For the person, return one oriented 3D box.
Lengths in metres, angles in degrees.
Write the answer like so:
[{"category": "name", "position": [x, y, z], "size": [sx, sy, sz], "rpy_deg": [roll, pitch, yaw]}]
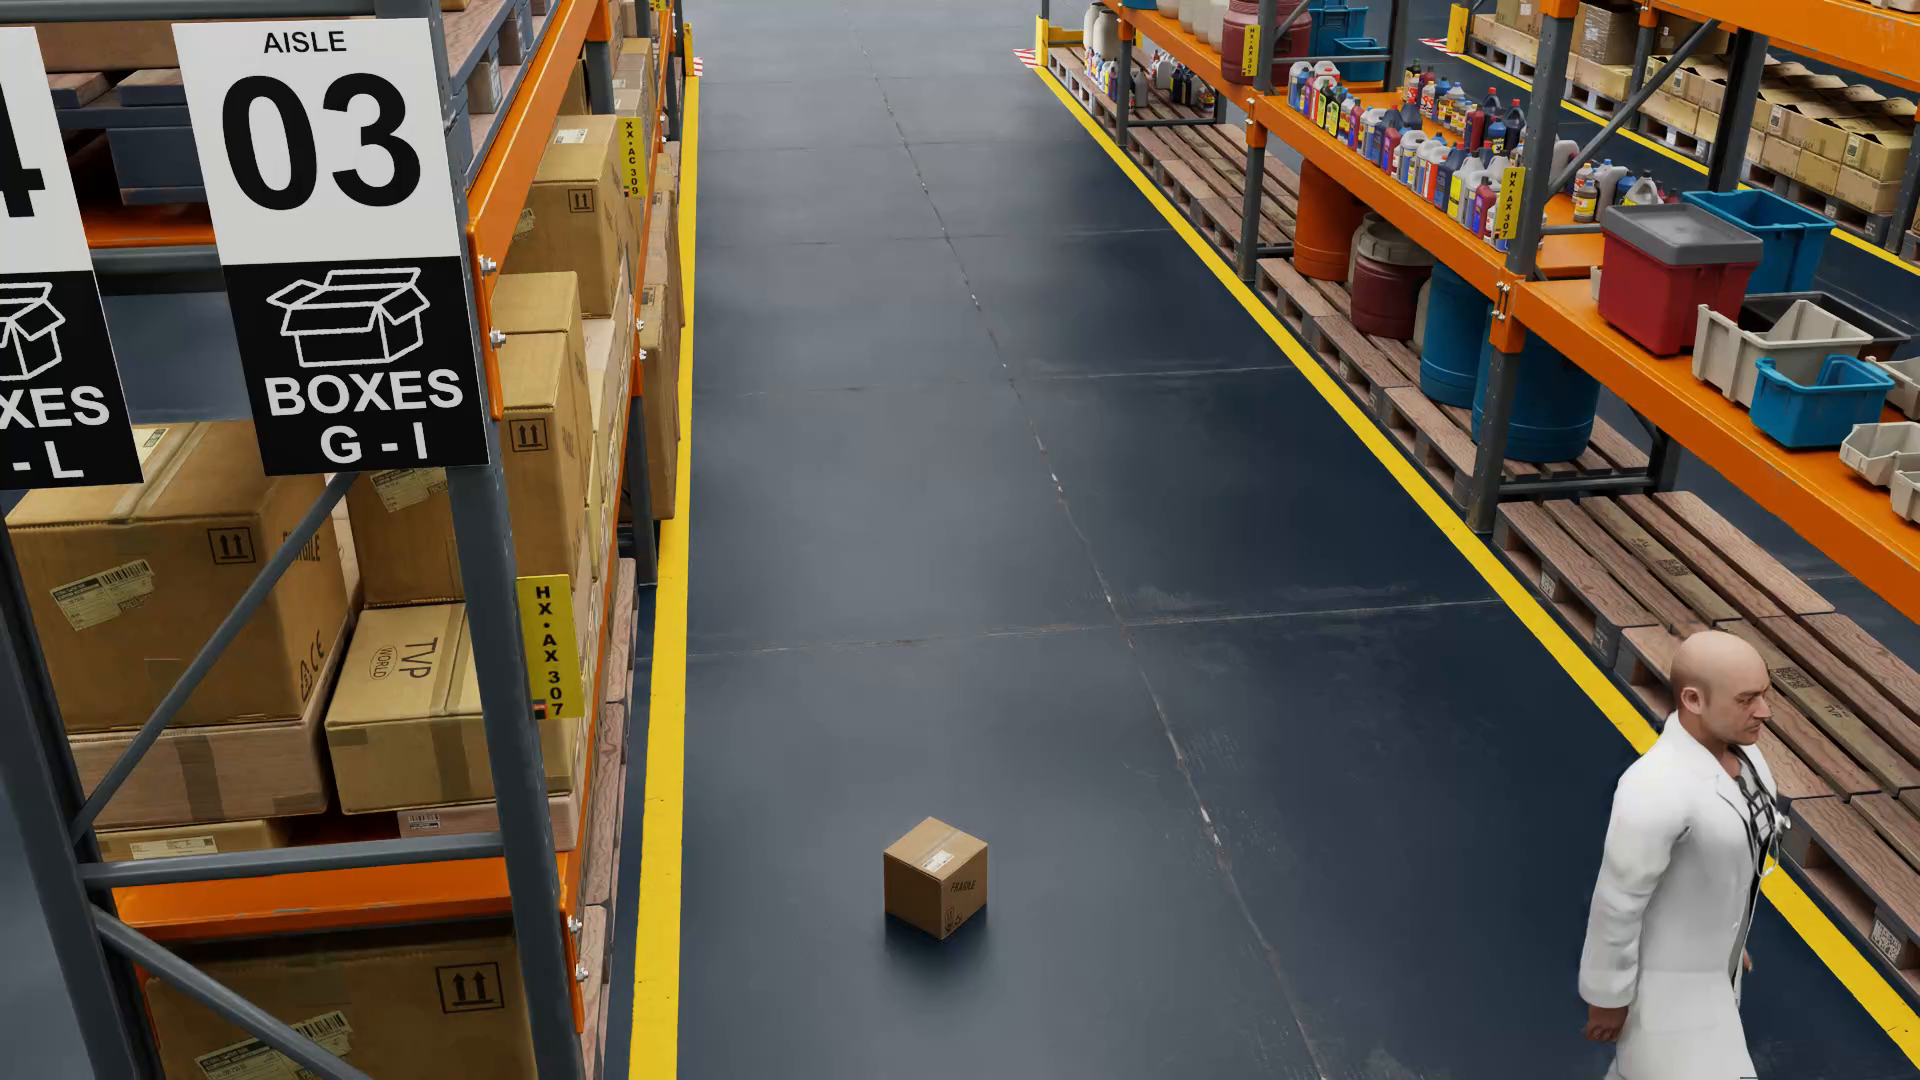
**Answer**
[{"category": "person", "position": [1.742, 1.040, 4.051], "size": [0.510, 1.800, 0.579], "rpy_deg": [20, 33, 34]}]
